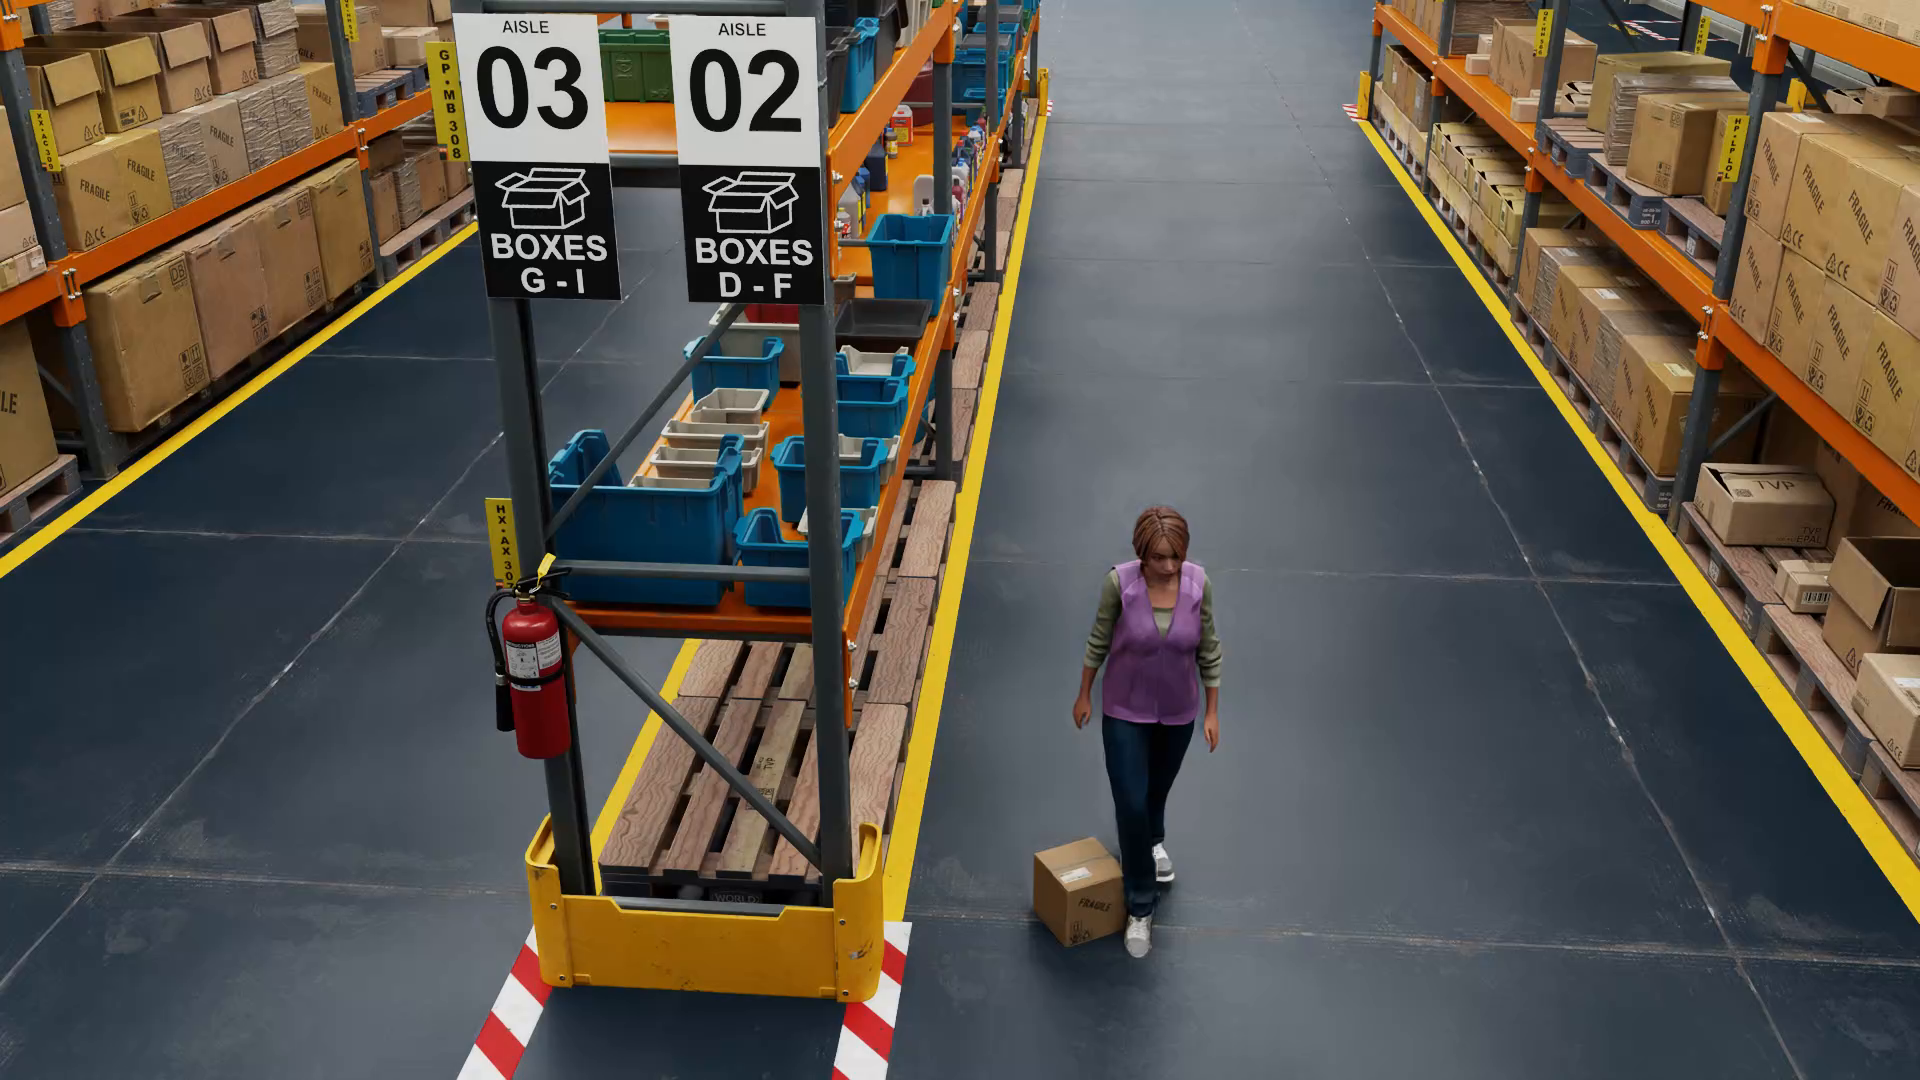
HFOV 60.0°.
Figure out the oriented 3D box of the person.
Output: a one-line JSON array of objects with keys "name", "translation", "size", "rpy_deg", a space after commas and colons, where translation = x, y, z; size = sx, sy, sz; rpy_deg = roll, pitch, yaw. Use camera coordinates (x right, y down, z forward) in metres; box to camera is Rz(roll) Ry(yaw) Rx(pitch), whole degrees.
[{"name": "person", "translation": [0.661, 0.625, 5.798], "size": [0.485, 1.636, 0.633], "rpy_deg": [-4, 25, -8]}]
